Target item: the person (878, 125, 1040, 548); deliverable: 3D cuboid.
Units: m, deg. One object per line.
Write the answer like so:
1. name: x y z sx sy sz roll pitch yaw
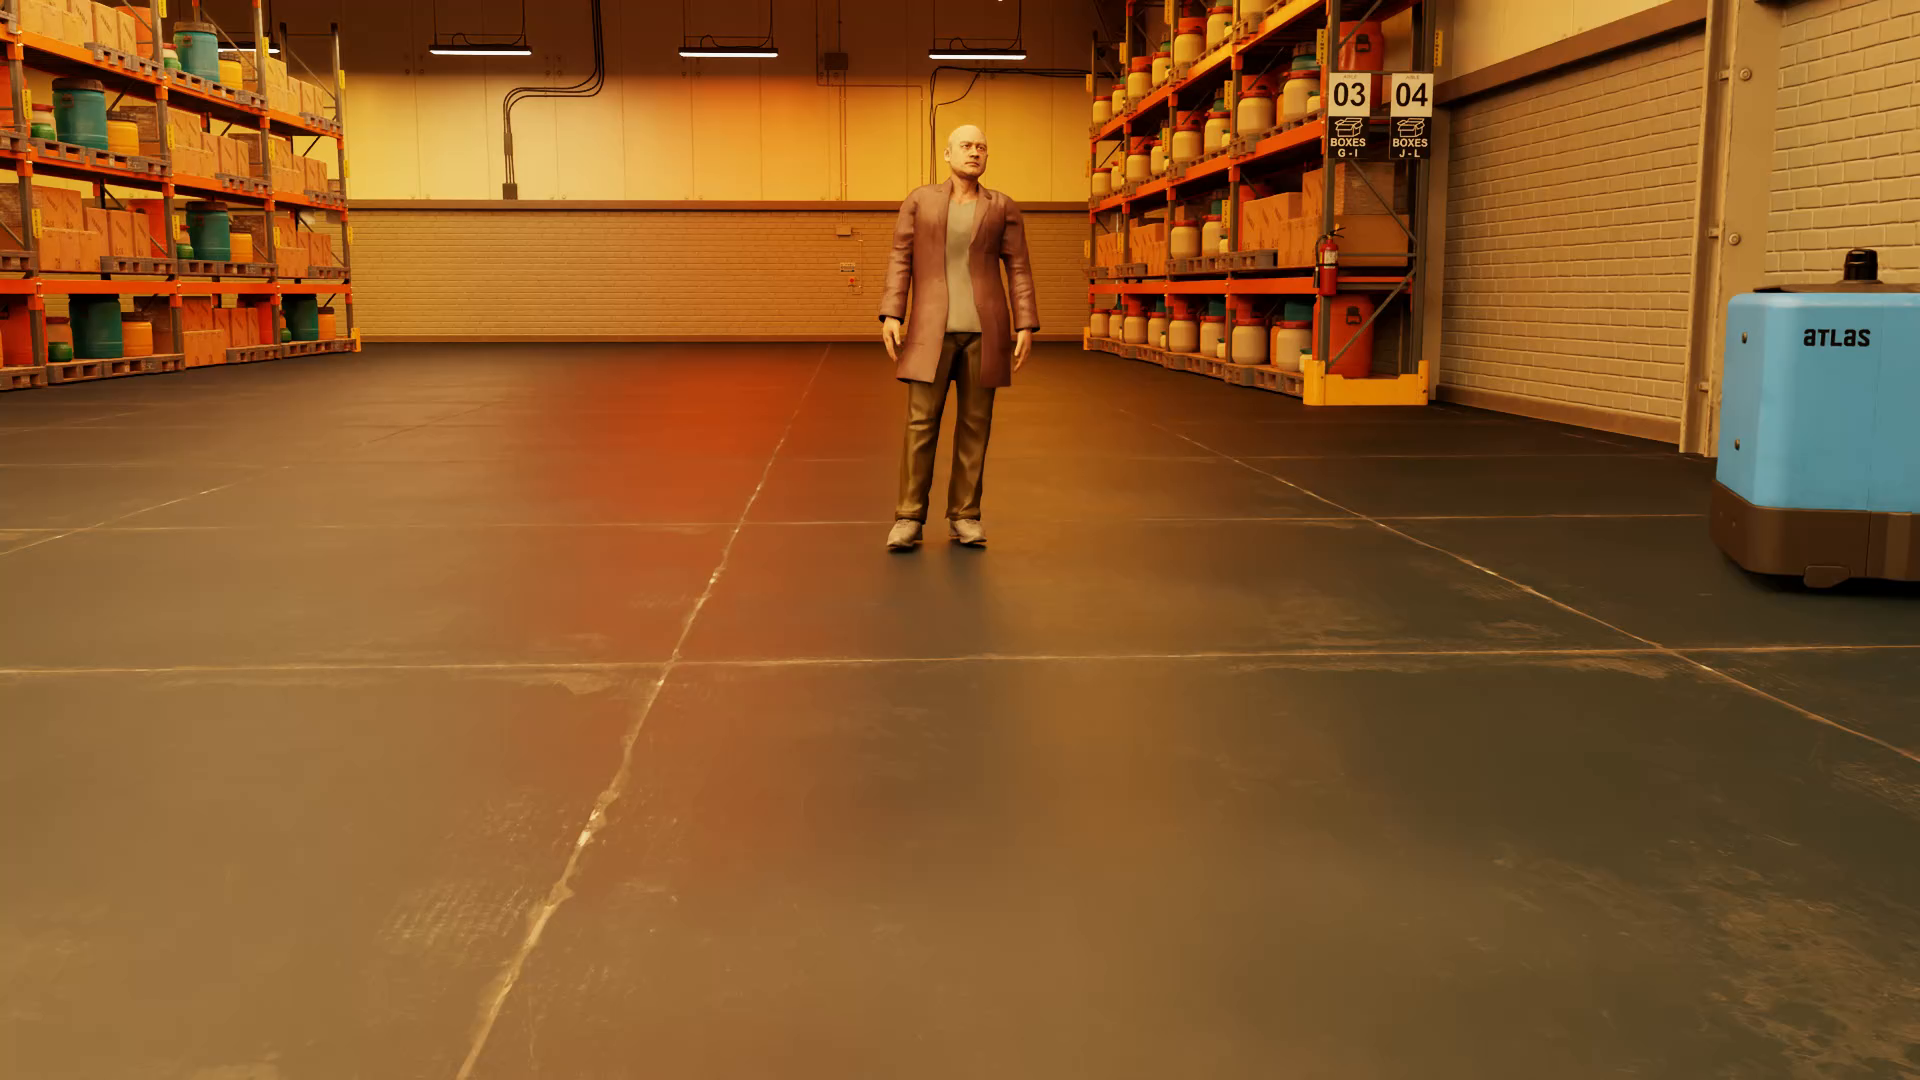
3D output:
1. person: 0.002 -0.873 7.087 0.698 1.777 0.579 -1 8 -4

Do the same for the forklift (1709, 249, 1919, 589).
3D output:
1. forklift: 4.447 -1.270 5.880 3.031 2.935 1.130 2 9 16
